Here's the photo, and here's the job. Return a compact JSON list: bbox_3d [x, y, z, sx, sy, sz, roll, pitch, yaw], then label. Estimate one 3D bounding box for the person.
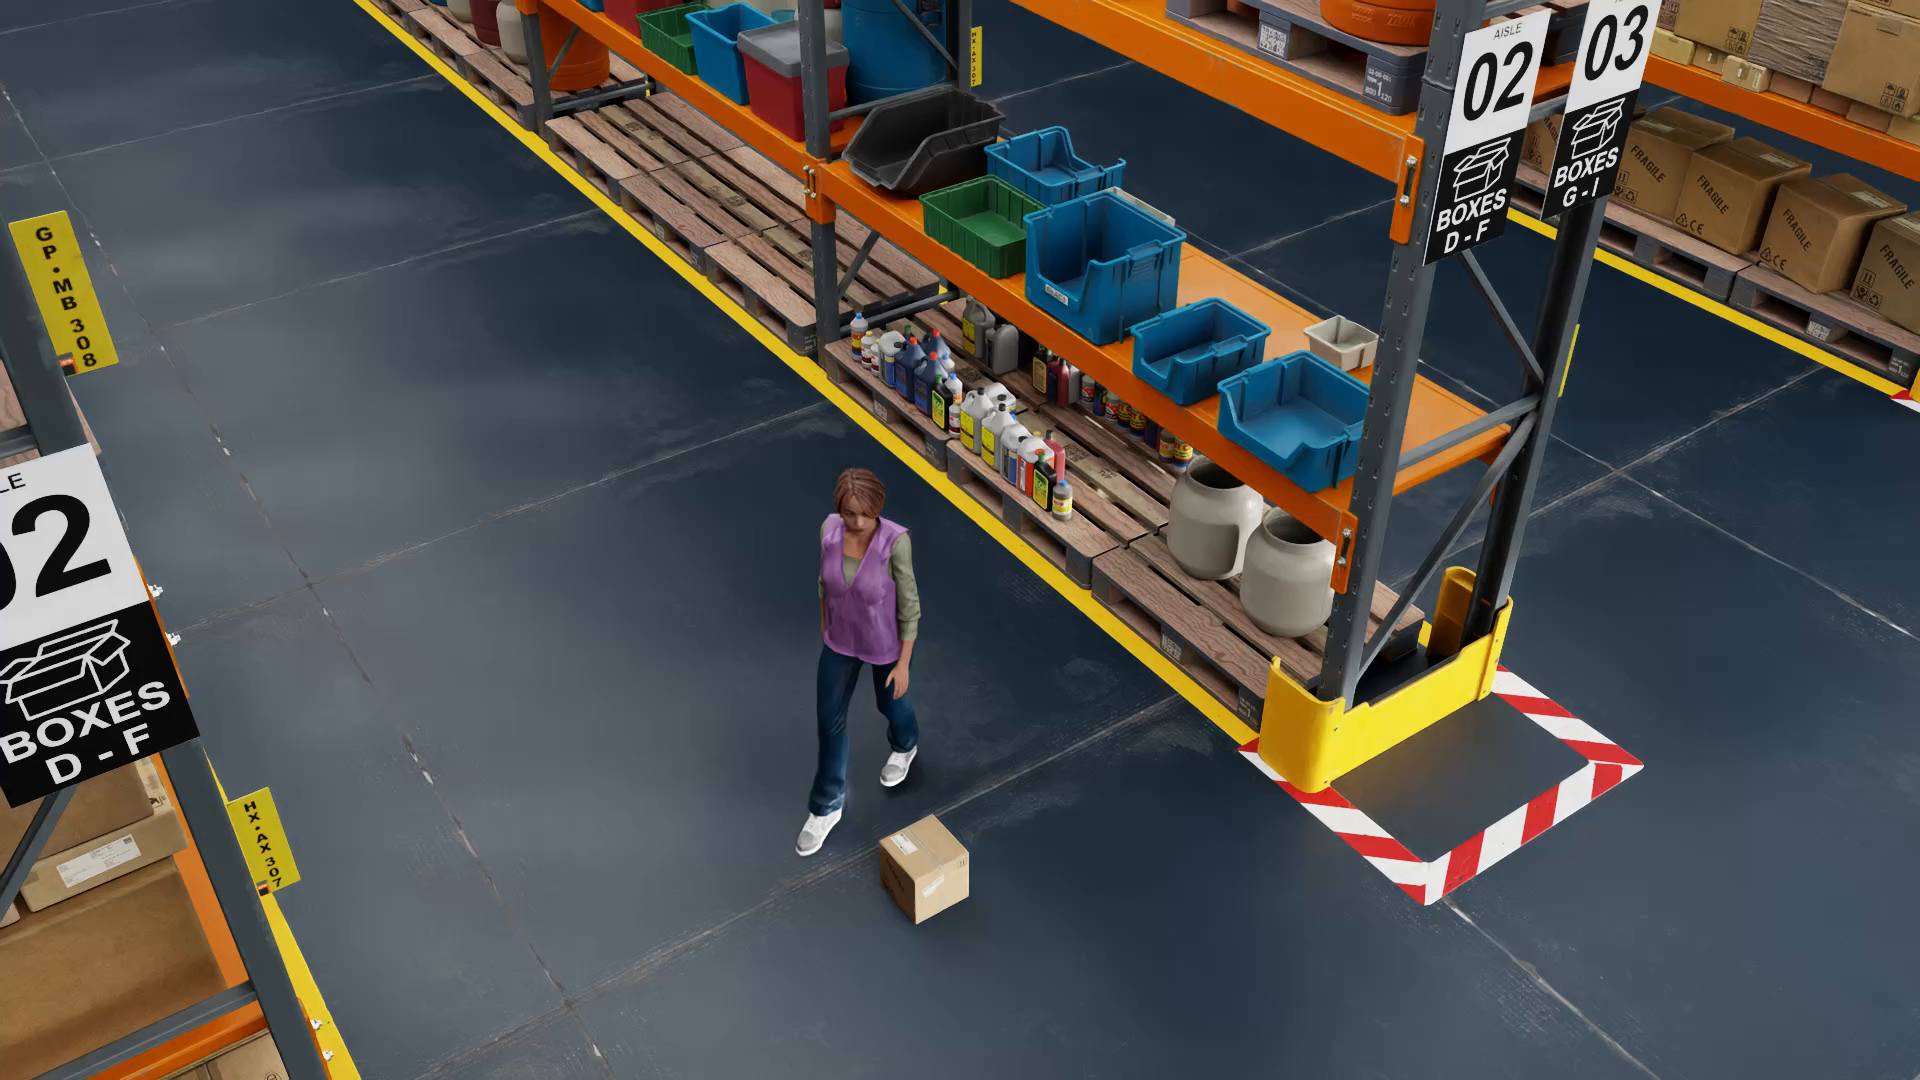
[{"bbox_3d":[-0.390,0.448,6.396,0.466,1.575,0.750,11,38,14],"label":"person"}]
